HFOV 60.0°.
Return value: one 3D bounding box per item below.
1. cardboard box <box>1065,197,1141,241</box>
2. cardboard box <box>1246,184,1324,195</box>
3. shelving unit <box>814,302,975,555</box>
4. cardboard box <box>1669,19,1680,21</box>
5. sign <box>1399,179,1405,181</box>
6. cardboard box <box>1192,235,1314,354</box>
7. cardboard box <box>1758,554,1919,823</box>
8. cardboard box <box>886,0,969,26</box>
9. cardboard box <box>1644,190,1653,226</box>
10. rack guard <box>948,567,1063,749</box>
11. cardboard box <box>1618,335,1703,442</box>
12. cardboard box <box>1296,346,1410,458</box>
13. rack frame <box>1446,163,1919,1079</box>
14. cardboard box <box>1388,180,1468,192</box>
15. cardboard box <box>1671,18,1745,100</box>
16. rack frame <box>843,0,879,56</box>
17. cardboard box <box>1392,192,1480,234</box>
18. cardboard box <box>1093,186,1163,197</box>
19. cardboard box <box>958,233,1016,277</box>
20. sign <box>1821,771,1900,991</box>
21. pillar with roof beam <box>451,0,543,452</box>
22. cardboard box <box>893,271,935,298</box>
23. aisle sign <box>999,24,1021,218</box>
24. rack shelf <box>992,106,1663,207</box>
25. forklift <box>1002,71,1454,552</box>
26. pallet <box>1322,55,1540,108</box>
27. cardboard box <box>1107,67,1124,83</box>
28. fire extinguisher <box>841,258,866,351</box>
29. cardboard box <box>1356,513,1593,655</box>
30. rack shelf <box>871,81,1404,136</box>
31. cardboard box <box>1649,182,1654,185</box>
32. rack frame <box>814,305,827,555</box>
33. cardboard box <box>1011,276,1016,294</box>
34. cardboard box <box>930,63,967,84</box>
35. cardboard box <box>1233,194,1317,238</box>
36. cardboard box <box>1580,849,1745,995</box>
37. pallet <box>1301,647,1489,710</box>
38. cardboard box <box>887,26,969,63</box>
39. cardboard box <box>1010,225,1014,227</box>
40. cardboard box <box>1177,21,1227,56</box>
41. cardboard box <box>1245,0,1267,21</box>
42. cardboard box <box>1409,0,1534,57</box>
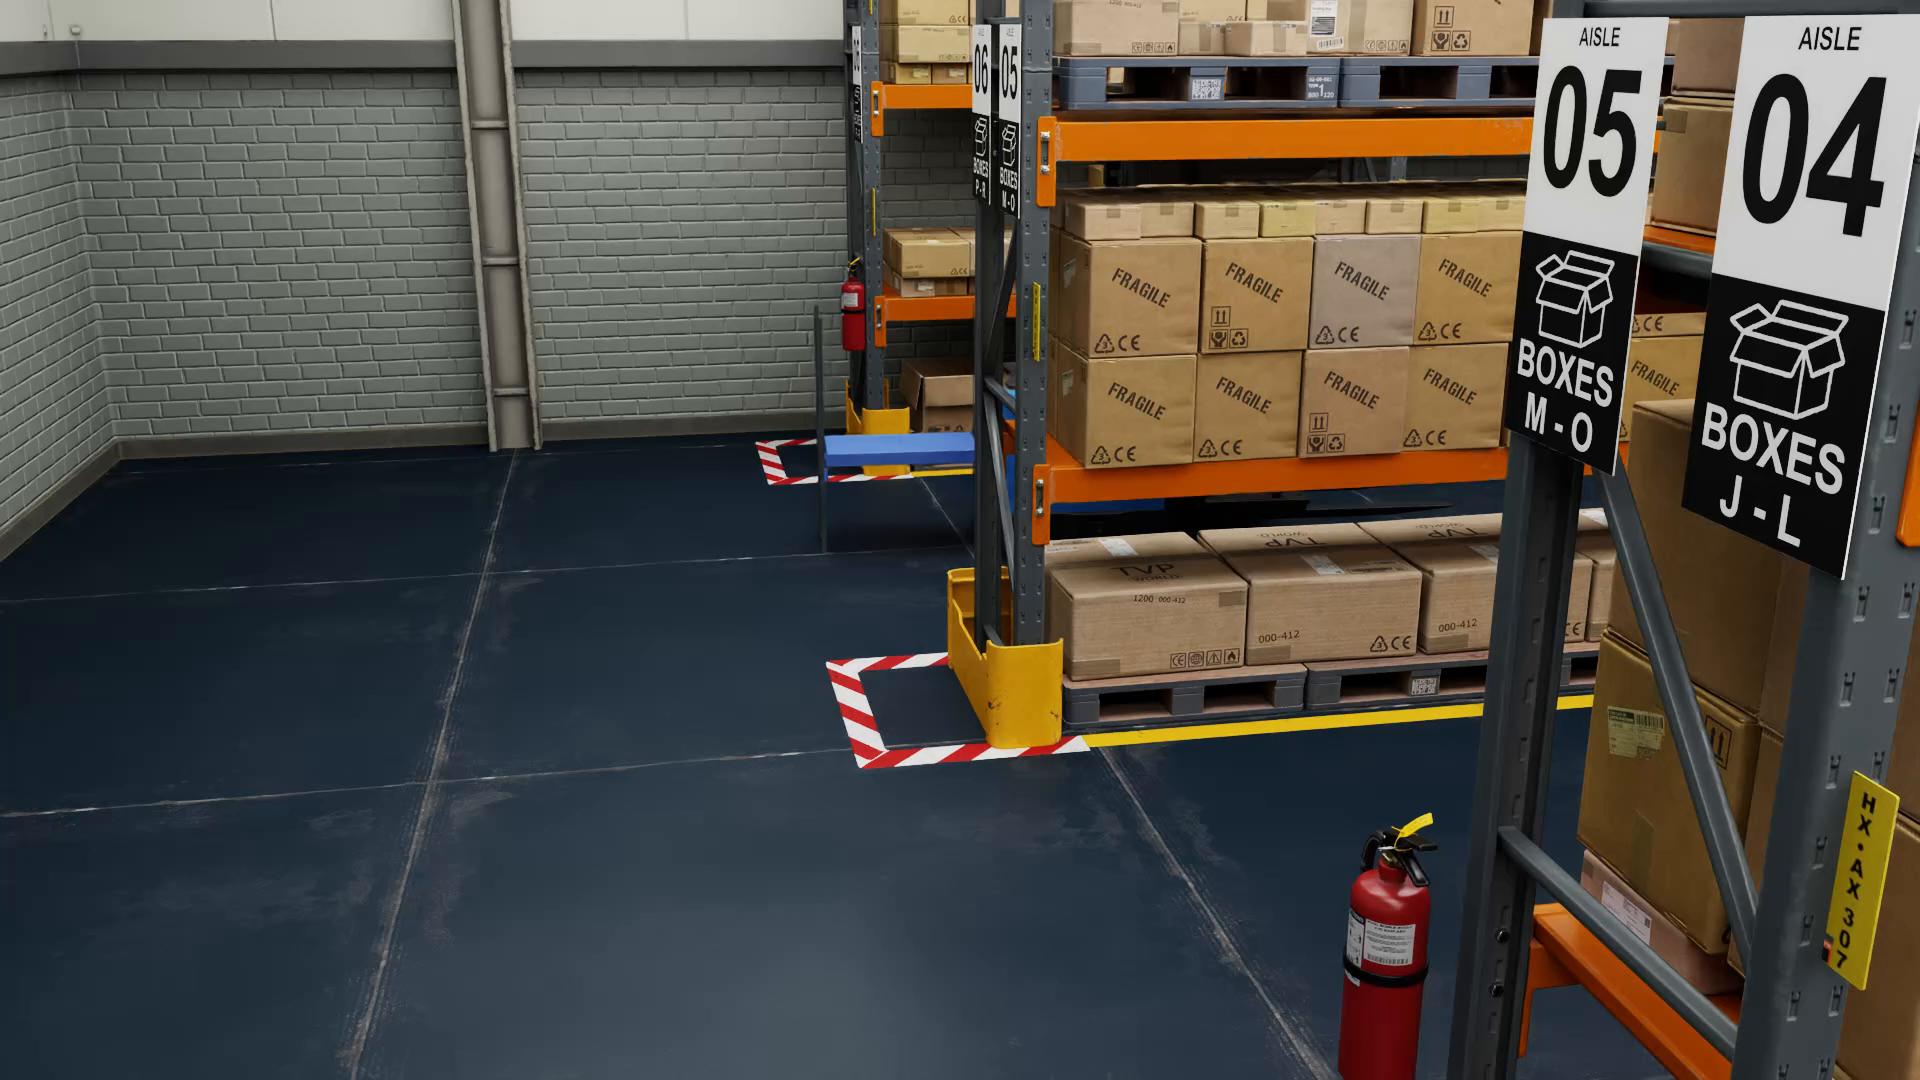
[{"bbox_3d":[0.629,-1.420,7.349,0.250,0.149,0.380,-3,17,-9],"label":"cardboard box"},{"bbox_3d":[1.550,-1.614,7.980,0.250,0.149,0.380,-3,17,-11],"label":"cardboard box"},{"bbox_3d":[-0.379,-0.716,10.587,1.048,1.500,0.538,-2,17,-6],"label":"shelving unit"},{"bbox_3d":[3.538,-2.625,8.086,0.500,0.500,0.500,-3,17,-10],"label":"cardboard box"},{"bbox_3d":[3.321,-2.556,12.550,0.005,0.325,0.100,-3,17,-10],"label":"sign"},{"bbox_3d":[1.259,-1.146,7.560,0.500,0.500,0.500,-4,17,-12],"label":"cardboard box"},{"bbox_3d":[1.758,0.160,2.801,0.500,0.500,0.500,-3,17,-11],"label":"cardboard box"},{"bbox_3d":[-0.234,-3.771,11.769,0.500,0.250,0.500,-3,17,-11],"label":"cardboard box"},{"bbox_3d":[3.142,-1.580,7.871,0.250,0.149,0.380,-3,17,-11],"label":"cardboard box"},{"bbox_3d":[0.205,0.552,8.164,0.348,0.500,1.175,-3,17,-10],"label":"rack guard"},{"bbox_3d":[3.245,-0.785,8.089,0.500,0.500,0.500,-4,17,-12],"label":"cardboard box"},{"bbox_3d":[1.748,-0.696,7.797,0.500,0.500,0.500,-3,17,-11],"label":"cardboard box"},{"bbox_3d":[1.266,0.777,3.174,0.127,3.000,1.000,-3,17,-10],"label":"rack frame"},{"bbox_3d":[2.297,-1.681,8.198,0.250,0.149,0.380,-3,17,-10],"label":"cardboard box"},{"bbox_3d":[1.670,-0.923,3.004,0.500,0.250,0.500,-4,17,-12],"label":"cardboard box"},{"bbox_3d":[-0.717,-4.943,11.578,0.127,3.000,1.000,-3,17,-10],"label":"rack frame"},{"bbox_3d":[2.160,-1.495,7.591,0.250,0.149,0.380,-4,17,-12],"label":"cardboard box"},{"bbox_3d":[0.787,-1.579,7.866,0.250,0.149,0.380,-3,17,-9],"label":"cardboard box"},{"bbox_3d":[0.274,-2.121,12.359,0.500,0.250,0.500,-3,17,-10],"label":"cardboard box"},{"bbox_3d":[1.370,0.519,2.537,0.005,0.325,0.100,-3,17,-10],"label":"sign"},{"bbox_3d":[-2.719,-3.812,7.895,0.400,9.000,9.100,-3,17,-10],"label":"pillar with roof beam"},{"bbox_3d":[-0.342,-1.894,12.298,0.250,0.149,0.380,-3,17,-11],"label":"cardboard box"},{"bbox_3d":[0.213,-1.800,7.134,0.004,0.787,0.394,-3,17,-10],"label":"aisle sign"},{"bbox_3d":[2.192,-1.846,7.829,4.000,0.370,1.077,-3,17,-10],"label":"rack shelf"},{"bbox_3d":[1.665,-1.459,10.568,3.031,2.935,1.130,-2,17,-6],"label":"forklift"},{"bbox_3d":[2.155,-2.149,7.743,1.213,0.211,1.003,-3,17,-10],"label":"pallet"},{"bbox_3d":[1.164,-3.397,12.082,0.250,0.149,0.380,-3,17,-10],"label":"cardboard box"},{"bbox_3d":[-0.774,-1.719,12.065,0.183,0.674,0.296,-3,17,-10],"label":"fire extinguisher"},{"bbox_3d":[2.640,0.211,8.665,0.875,0.438,0.875,-4,17,-12],"label":"cardboard box"},{"bbox_3d":[1.247,-3.277,12.487,4.000,0.370,1.077,-3,17,-10],"label":"rack shelf"},{"bbox_3d":[3.305,-1.715,8.309,0.250,0.149,0.380,-3,17,-11],"label":"cardboard box"},{"bbox_3d":[-0.884,-0.698,10.530,0.032,1.500,0.500,-2,17,-6],"label":"rack frame"},{"bbox_3d":[0.410,-1.943,12.456,0.250,0.149,0.380,-3,17,-9],"label":"cardboard box"},{"bbox_3d":[-0.108,-3.362,11.967,0.250,0.149,0.380,-3,17,-9],"label":"cardboard box"},{"bbox_3d":[1.405,-1.457,7.468,0.250,0.149,0.380,-4,17,-12],"label":"cardboard box"},{"bbox_3d":[1.533,0.797,3.535,0.250,0.149,0.380,-3,17,-10],"label":"cardboard box"},{"bbox_3d":[2.194,0.555,8.647,1.213,0.211,1.003,-3,17,-10],"label":"pallet"},{"bbox_3d":[-0.230,-3.525,11.821,0.500,0.250,0.500,-3,17,-11],"label":"cardboard box"},{"bbox_3d":[0.678,-2.302,12.948,0.500,0.250,0.500,-3,17,-9],"label":"cardboard box"},{"bbox_3d":[1.049,-2.304,7.639,0.250,0.149,0.380,-5,18,-15],"label":"cardboard box"},{"bbox_3d":[2.264,-3.913,12.231,0.500,0.250,0.500,-4,17,-11],"label":"cardboard box"},{"bbox_3d":[2.236,-2.444,7.495,0.500,0.500,0.500,-3,17,-9],"label":"cardboard box"}]
